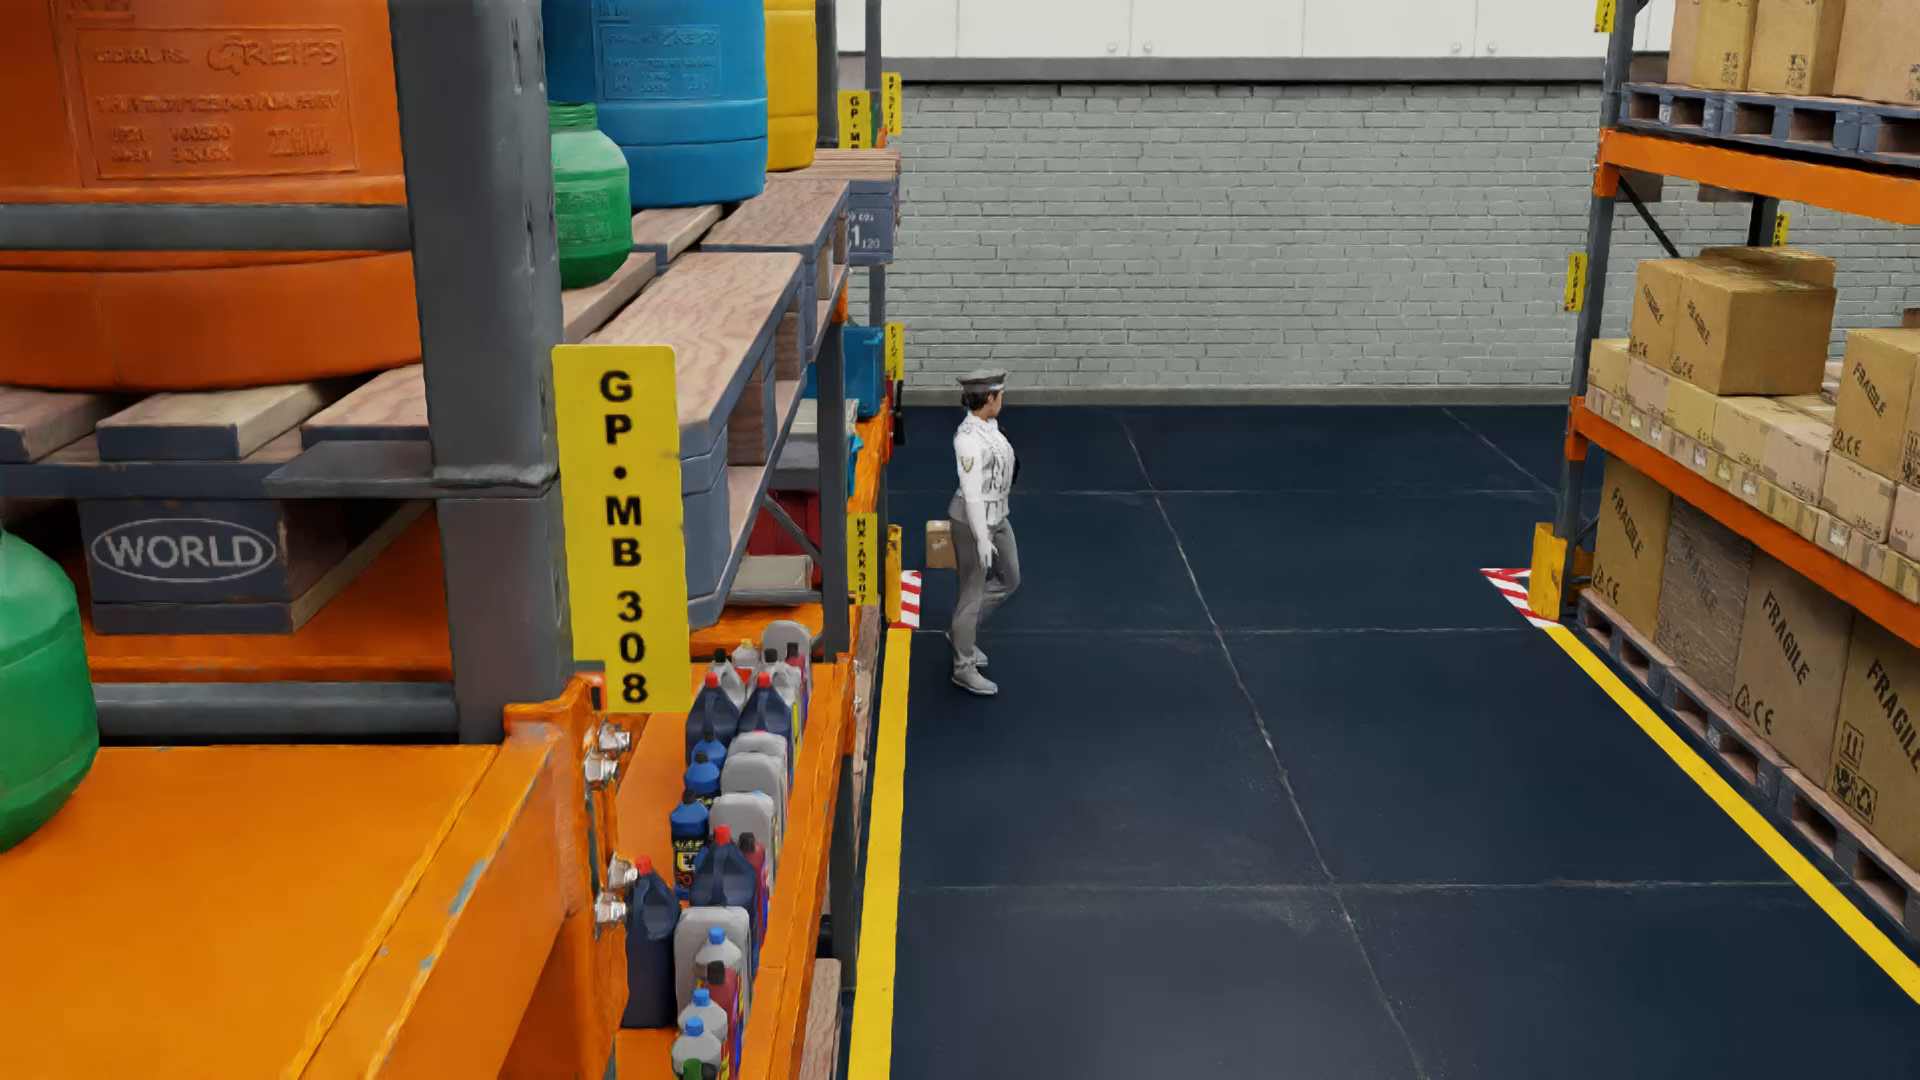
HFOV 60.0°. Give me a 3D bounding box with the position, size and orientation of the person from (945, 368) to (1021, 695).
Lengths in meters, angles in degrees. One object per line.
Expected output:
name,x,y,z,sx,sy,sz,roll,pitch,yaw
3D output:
person,0.071,-0.066,8.702,0.408,1.664,0.553,6,18,18
